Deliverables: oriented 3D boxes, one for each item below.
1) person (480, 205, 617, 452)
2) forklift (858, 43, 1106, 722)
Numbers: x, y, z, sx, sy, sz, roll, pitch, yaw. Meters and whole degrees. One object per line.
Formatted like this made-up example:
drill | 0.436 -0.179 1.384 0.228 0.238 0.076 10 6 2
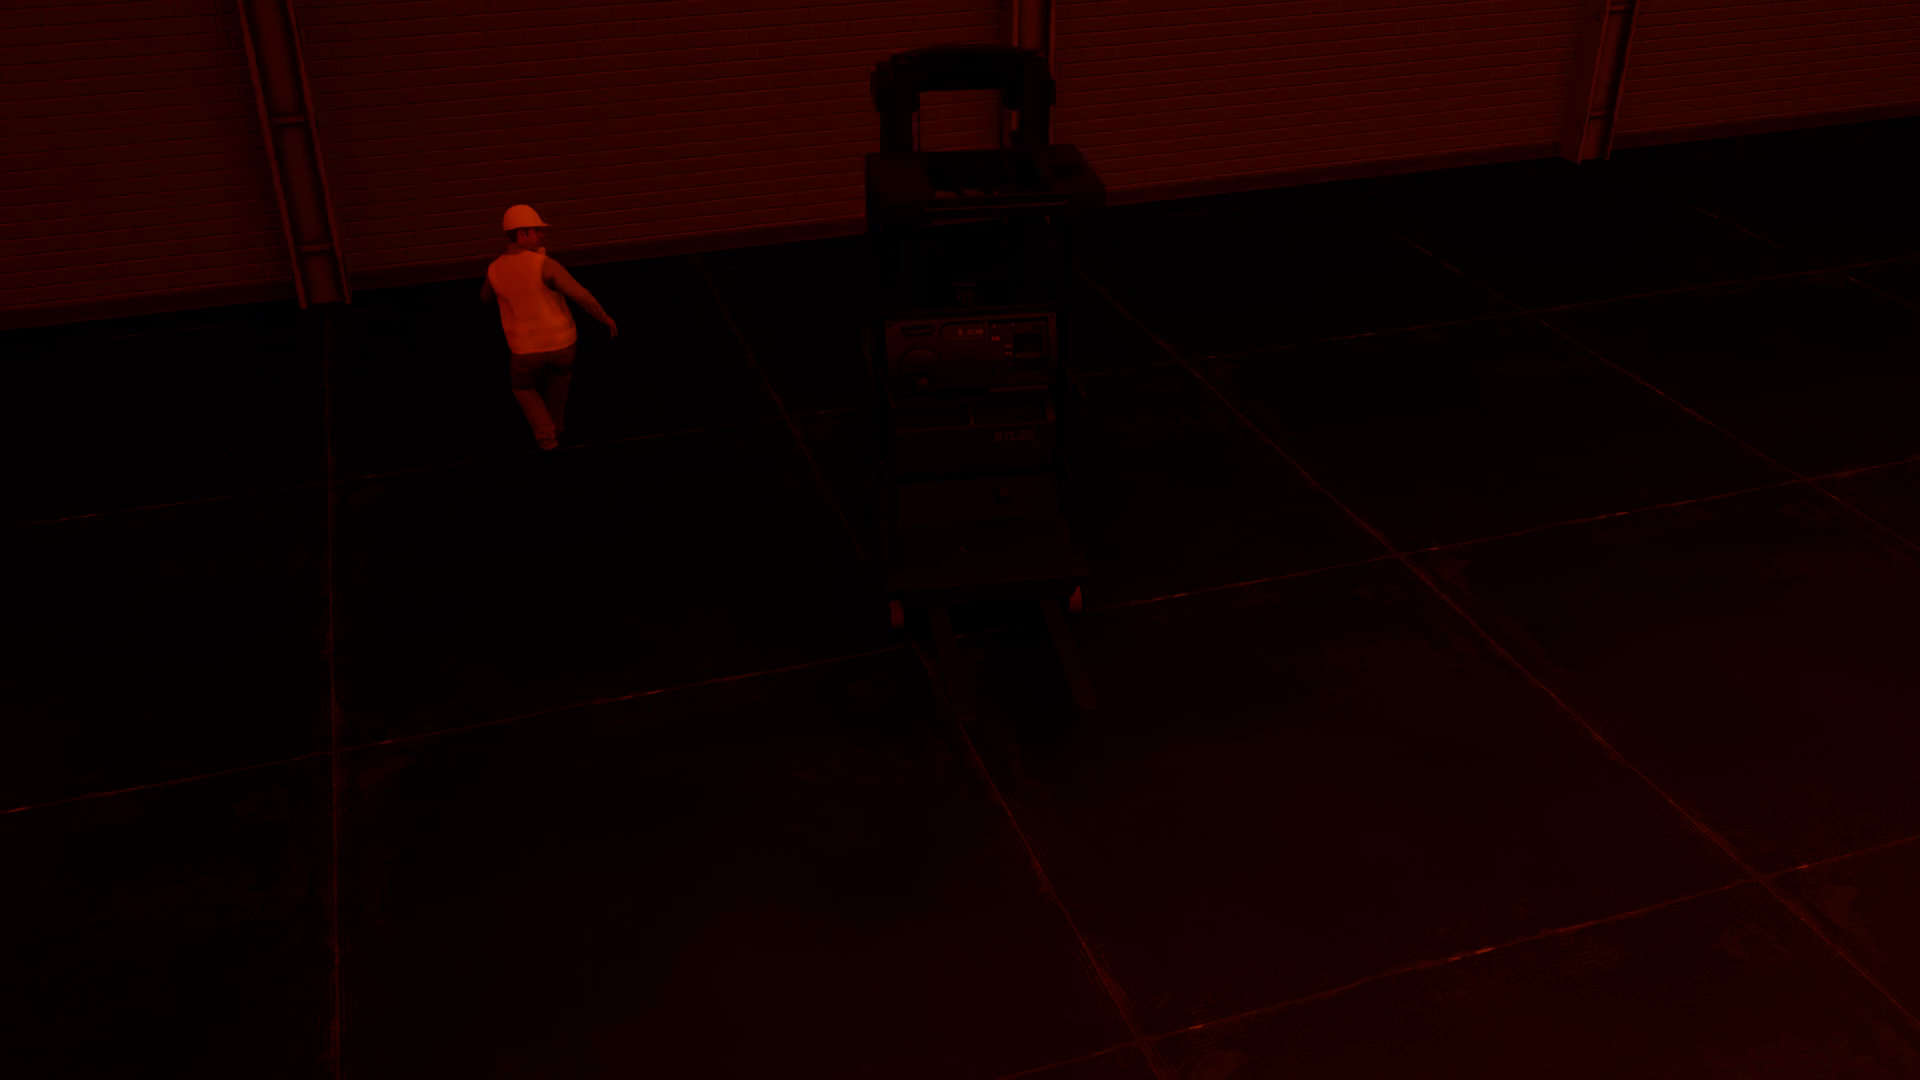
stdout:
person | -2.655 -1.382 10.789 0.856 1.642 0.815 -3 30 -6
forklift | 0.098 -0.970 8.773 1.130 2.935 3.031 -4 30 -8
